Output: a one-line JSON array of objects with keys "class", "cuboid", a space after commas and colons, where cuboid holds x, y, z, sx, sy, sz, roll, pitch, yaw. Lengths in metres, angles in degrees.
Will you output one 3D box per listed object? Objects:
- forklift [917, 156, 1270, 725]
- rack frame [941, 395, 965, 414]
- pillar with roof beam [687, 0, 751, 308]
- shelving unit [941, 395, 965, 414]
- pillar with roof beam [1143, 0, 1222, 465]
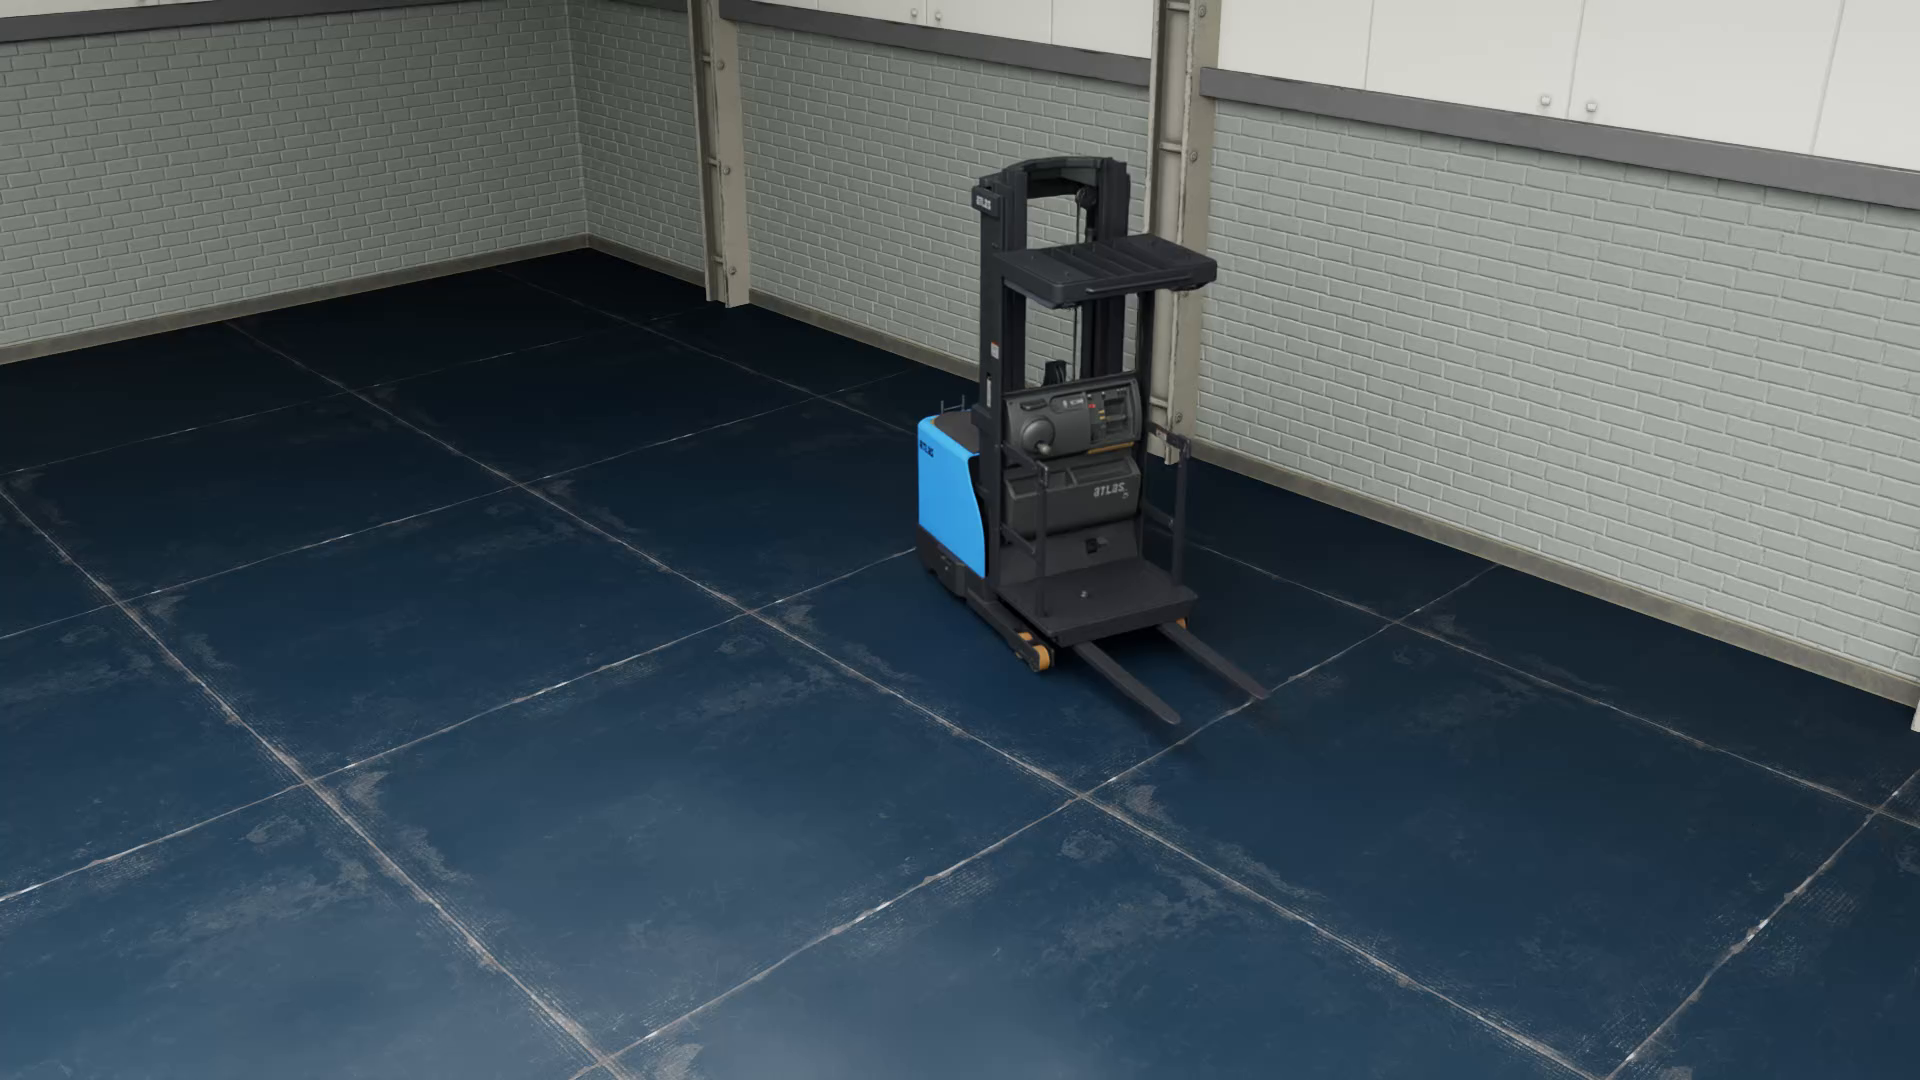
[{"class": "forklift", "cuboid": [0.808, -0.729, 10.114, 1.130, 2.935, 3.031, -12, 27, -24]}, {"class": "rack frame", "cuboid": [-0.050, -0.525, 11.932, 0.200, 1.050, 0.008, -17, 30, -33]}, {"class": "pillar with roof beam", "cuboid": [-5.584, -5.397, 13.035, 9.100, 9.000, 0.400, -21, 32, -38]}, {"class": "shelving unit", "cuboid": [0.024, -0.484, 11.843, 0.215, 1.050, 0.252, -17, 30, -33]}, {"class": "pillar with roof beam", "cuboid": [-1.483, -3.579, 9.050, 9.100, 9.000, 0.400, -21, 32, -38]}]
